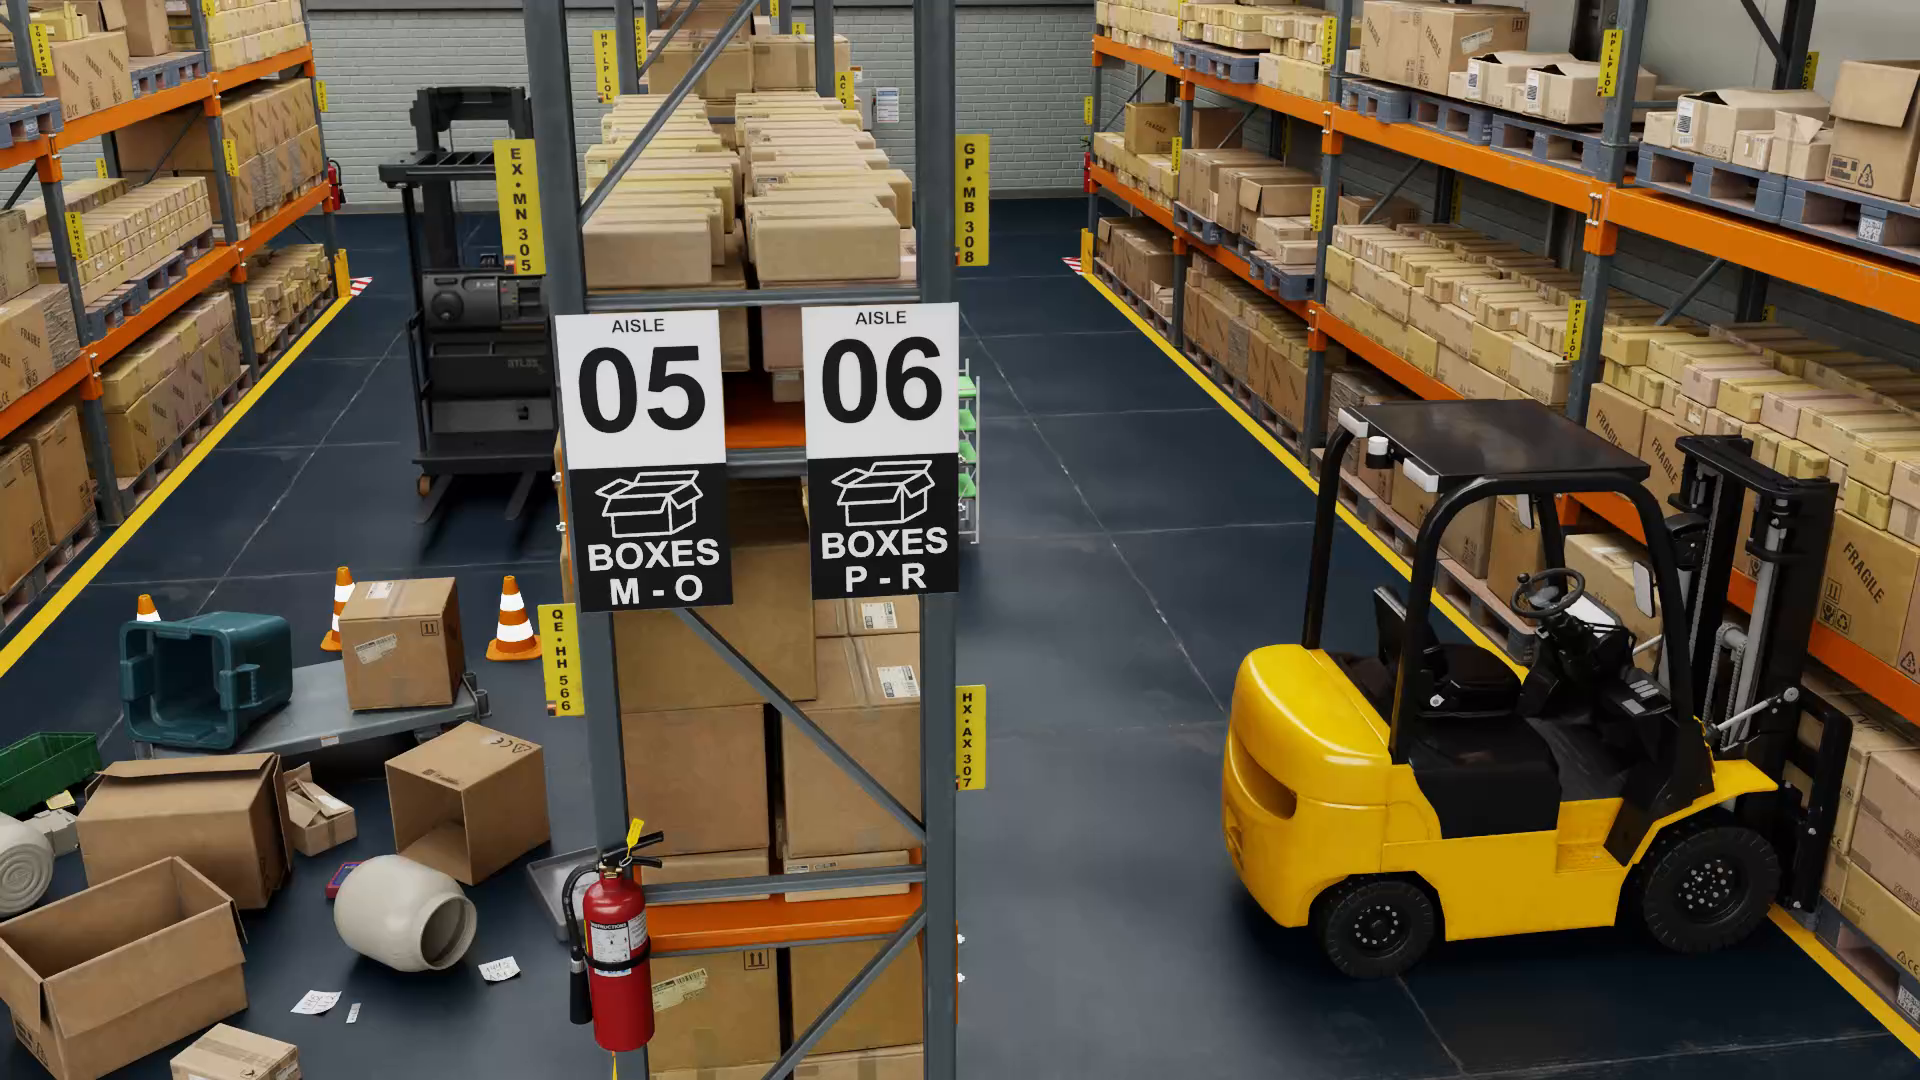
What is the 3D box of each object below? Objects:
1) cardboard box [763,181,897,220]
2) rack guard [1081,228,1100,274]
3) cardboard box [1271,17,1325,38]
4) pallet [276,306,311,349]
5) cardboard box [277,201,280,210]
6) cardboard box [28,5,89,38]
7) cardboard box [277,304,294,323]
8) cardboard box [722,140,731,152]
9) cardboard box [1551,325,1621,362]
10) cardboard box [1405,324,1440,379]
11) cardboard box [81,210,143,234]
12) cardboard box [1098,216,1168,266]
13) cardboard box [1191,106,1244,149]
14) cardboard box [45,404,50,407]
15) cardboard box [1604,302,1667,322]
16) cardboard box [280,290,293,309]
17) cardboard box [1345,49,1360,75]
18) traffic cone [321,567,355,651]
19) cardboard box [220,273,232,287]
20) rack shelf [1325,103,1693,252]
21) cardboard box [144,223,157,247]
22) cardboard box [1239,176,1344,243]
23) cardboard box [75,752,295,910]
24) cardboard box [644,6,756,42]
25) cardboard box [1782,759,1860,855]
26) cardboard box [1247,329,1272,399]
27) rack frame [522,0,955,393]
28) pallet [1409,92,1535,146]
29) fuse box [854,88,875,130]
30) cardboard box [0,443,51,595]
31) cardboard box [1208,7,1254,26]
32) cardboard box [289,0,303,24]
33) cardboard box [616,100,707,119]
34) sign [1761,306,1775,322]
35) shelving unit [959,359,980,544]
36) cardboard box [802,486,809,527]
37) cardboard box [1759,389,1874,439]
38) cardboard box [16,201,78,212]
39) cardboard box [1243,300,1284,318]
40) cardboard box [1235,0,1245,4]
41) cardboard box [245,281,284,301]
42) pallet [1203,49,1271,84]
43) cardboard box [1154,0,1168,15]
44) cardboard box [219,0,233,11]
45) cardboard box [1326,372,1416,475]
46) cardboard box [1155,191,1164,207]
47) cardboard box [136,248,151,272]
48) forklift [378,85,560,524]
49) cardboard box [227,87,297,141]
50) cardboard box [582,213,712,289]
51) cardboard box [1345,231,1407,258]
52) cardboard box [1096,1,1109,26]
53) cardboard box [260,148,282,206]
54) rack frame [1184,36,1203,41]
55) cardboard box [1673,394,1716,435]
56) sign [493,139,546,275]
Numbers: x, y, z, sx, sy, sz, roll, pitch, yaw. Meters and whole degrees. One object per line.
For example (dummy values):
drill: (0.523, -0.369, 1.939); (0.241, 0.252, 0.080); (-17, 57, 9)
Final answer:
cardboard box: (-0.391, -0.978, 4.979); (0.380, 0.149, 0.250); (-3, 21, -8)
rack guard: (2.101, -3.601, 20.644); (1.175, 0.500, 0.348); (-3, 21, -8)
cardboard box: (2.753, -4.156, 13.489); (0.380, 0.149, 0.250); (-3, 21, -9)
pallet: (-7.439, -2.225, 17.372); (1.003, 0.211, 1.213); (-3, 21, -8)
cardboard box: (-7.168, -3.418, 16.940); (0.380, 0.149, 0.250); (-2, 21, -6)
cardboard box: (-6.487, -3.722, 11.870); (0.396, 0.266, 0.258); (-3, 21, -8)
cardboard box: (-7.090, -2.328, 17.137); (0.380, 0.149, 0.250); (-3, 21, -9)
cardboard box: (-1.215, -1.522, 7.007); (0.500, 0.250, 0.500); (-3, 21, -8)
cardboard box: (3.551, -1.102, 9.309); (0.380, 0.149, 0.250); (-2, 21, -6)
cardboard box: (3.288, -1.260, 11.018); (0.500, 0.250, 0.500); (-2, 21, -6)
cardboard box: (-6.617, -2.475, 12.964); (0.380, 0.149, 0.250); (-2, 21, -6)
cardboard box: (2.085, -3.609, 20.060); (0.797, 0.503, 0.637); (-4, 21, -10)
cardboard box: (2.716, -4.363, 17.828); (0.500, 0.500, 0.500); (-3, 21, -9)
cardboard box: (-6.910, -1.093, 12.256); (0.500, 0.250, 0.500); (-3, 21, -9)
cardboard box: (3.960, -1.309, 9.864); (0.380, 0.149, 0.250); (-3, 21, -8)
cardboard box: (-7.086, -2.466, 17.080); (0.380, 0.149, 0.250); (-3, 21, -8)
cardboard box: (2.993, -3.432, 11.922); (0.380, 0.166, 0.250); (-3, 21, -8)
traffic cone: (-3.687, 0.388, 10.017); (0.336, 0.463, 0.334); (-3, 21, -8)
cardboard box: (-7.625, -2.667, 17.193); (0.380, 0.149, 0.250); (-3, 21, -8)
rack shelf: (3.532, -2.404, 10.608); (1.077, 0.370, 4.000); (-3, 21, -8)
cardboard box: (-6.652, -2.427, 13.262); (0.380, 0.149, 0.250); (-2, 21, -6)
cardboard box: (2.825, -2.830, 14.258); (0.797, 0.503, 0.637); (-3, 21, -9)
cardboard box: (-3.416, 1.295, 7.336); (0.797, 0.637, 0.503); (-3, 21, -8)
cardboard box: (-1.871, -3.550, 11.900); (0.797, 0.503, 0.637); (-4, 21, -11)
cardboard box: (3.860, 1.094, 7.116); (0.500, 0.250, 0.500); (-3, 21, -9)
cardboard box: (2.830, -1.545, 14.538); (0.500, 0.500, 0.500); (-2, 21, -5)
rack frame: (-0.515, -1.818, 3.721); (1.000, 3.000, 0.127); (-3, 21, -8)
pallet: (3.594, -2.728, 10.716); (1.003, 0.211, 1.213); (-2, 21, -5)
fuse box: (-1.557, -5.950, 25.201); (0.539, 1.711, 0.414); (-3, 21, -8)
cardboard box: (-6.423, -0.117, 10.359); (1.050, 0.750, 0.750); (-3, 21, -7)
cardboard box: (2.443, -4.692, 14.895); (0.380, 0.149, 0.250); (-3, 21, -9)
cardboard box: (-7.387, -5.685, 17.862); (0.500, 0.250, 0.500); (-4, 21, -9)
cardboard box: (-1.302, -1.839, 7.286); (0.380, 0.149, 0.250); (-2, 21, -6)
sign: (4.369, -1.115, 9.064); (0.100, 0.325, 0.005); (-3, 21, -8)
shelving unit: (-0.024, -0.619, 11.660); (0.258, 1.200, 0.503); (-3, 21, -8)
cardboard box: (-0.542, 0.097, 6.600); (0.500, 0.500, 0.500); (-3, 21, -9)
cardboard box: (3.837, -0.567, 7.451); (0.380, 0.149, 0.250); (-3, 21, -8)
cardboard box: (-7.339, -2.628, 13.374); (0.380, 0.149, 0.250); (-2, 21, -6)
cardboard box: (2.773, -2.065, 15.003); (0.380, 0.149, 0.250); (-3, 21, -8)
cardboard box: (2.779, -5.176, 15.598); (0.396, 0.266, 0.258); (-3, 21, -9)
cardboard box: (-7.055, -2.512, 16.778); (0.380, 0.149, 0.250); (-2, 21, -7)
pallet: (2.844, -4.143, 14.502); (1.213, 0.211, 1.003); (-3, 21, -8)
cardboard box: (2.274, -5.460, 16.835); (0.500, 0.250, 0.500); (-3, 21, -9)
cardboard box: (-7.021, -5.018, 15.509); (0.380, 0.149, 0.250); (-4, 21, -9)
cardboard box: (3.320, -0.896, 12.623); (0.875, 0.625, 0.625); (-2, 21, -6)
cardboard box: (2.251, -3.571, 17.350); (0.380, 0.149, 0.250); (-2, 21, -6)
cardboard box: (-6.609, -2.196, 13.066); (0.380, 0.149, 0.250); (-3, 21, -7)
forklift: (-3.561, -1.817, 12.393); (1.130, 2.935, 3.031); (-2, 21, -6)
cardboard box: (-7.236, -4.416, 17.255); (0.500, 0.500, 0.500); (-2, 21, -5)
cardboard box: (-0.855, -0.771, 4.424); (0.380, 0.149, 0.250); (-3, 21, -7)
cardboard box: (3.038, -2.162, 12.147); (0.380, 0.149, 0.250); (-2, 21, -7)
cardboard box: (1.884, -6.105, 19.278); (0.500, 0.250, 0.500); (-3, 21, -8)
cardboard box: (-7.066, -3.595, 16.486); (0.500, 0.500, 0.500); (-3, 21, -9)
rack frame: (2.667, -6.224, 15.519); (1.000, 3.000, 0.127); (-3, 21, -8)
cardboard box: (3.672, -0.603, 7.974); (0.380, 0.149, 0.250); (-2, 21, -7)
sign: (-1.067, -0.806, 4.035); (0.100, 0.325, 0.005); (-3, 21, -8)
